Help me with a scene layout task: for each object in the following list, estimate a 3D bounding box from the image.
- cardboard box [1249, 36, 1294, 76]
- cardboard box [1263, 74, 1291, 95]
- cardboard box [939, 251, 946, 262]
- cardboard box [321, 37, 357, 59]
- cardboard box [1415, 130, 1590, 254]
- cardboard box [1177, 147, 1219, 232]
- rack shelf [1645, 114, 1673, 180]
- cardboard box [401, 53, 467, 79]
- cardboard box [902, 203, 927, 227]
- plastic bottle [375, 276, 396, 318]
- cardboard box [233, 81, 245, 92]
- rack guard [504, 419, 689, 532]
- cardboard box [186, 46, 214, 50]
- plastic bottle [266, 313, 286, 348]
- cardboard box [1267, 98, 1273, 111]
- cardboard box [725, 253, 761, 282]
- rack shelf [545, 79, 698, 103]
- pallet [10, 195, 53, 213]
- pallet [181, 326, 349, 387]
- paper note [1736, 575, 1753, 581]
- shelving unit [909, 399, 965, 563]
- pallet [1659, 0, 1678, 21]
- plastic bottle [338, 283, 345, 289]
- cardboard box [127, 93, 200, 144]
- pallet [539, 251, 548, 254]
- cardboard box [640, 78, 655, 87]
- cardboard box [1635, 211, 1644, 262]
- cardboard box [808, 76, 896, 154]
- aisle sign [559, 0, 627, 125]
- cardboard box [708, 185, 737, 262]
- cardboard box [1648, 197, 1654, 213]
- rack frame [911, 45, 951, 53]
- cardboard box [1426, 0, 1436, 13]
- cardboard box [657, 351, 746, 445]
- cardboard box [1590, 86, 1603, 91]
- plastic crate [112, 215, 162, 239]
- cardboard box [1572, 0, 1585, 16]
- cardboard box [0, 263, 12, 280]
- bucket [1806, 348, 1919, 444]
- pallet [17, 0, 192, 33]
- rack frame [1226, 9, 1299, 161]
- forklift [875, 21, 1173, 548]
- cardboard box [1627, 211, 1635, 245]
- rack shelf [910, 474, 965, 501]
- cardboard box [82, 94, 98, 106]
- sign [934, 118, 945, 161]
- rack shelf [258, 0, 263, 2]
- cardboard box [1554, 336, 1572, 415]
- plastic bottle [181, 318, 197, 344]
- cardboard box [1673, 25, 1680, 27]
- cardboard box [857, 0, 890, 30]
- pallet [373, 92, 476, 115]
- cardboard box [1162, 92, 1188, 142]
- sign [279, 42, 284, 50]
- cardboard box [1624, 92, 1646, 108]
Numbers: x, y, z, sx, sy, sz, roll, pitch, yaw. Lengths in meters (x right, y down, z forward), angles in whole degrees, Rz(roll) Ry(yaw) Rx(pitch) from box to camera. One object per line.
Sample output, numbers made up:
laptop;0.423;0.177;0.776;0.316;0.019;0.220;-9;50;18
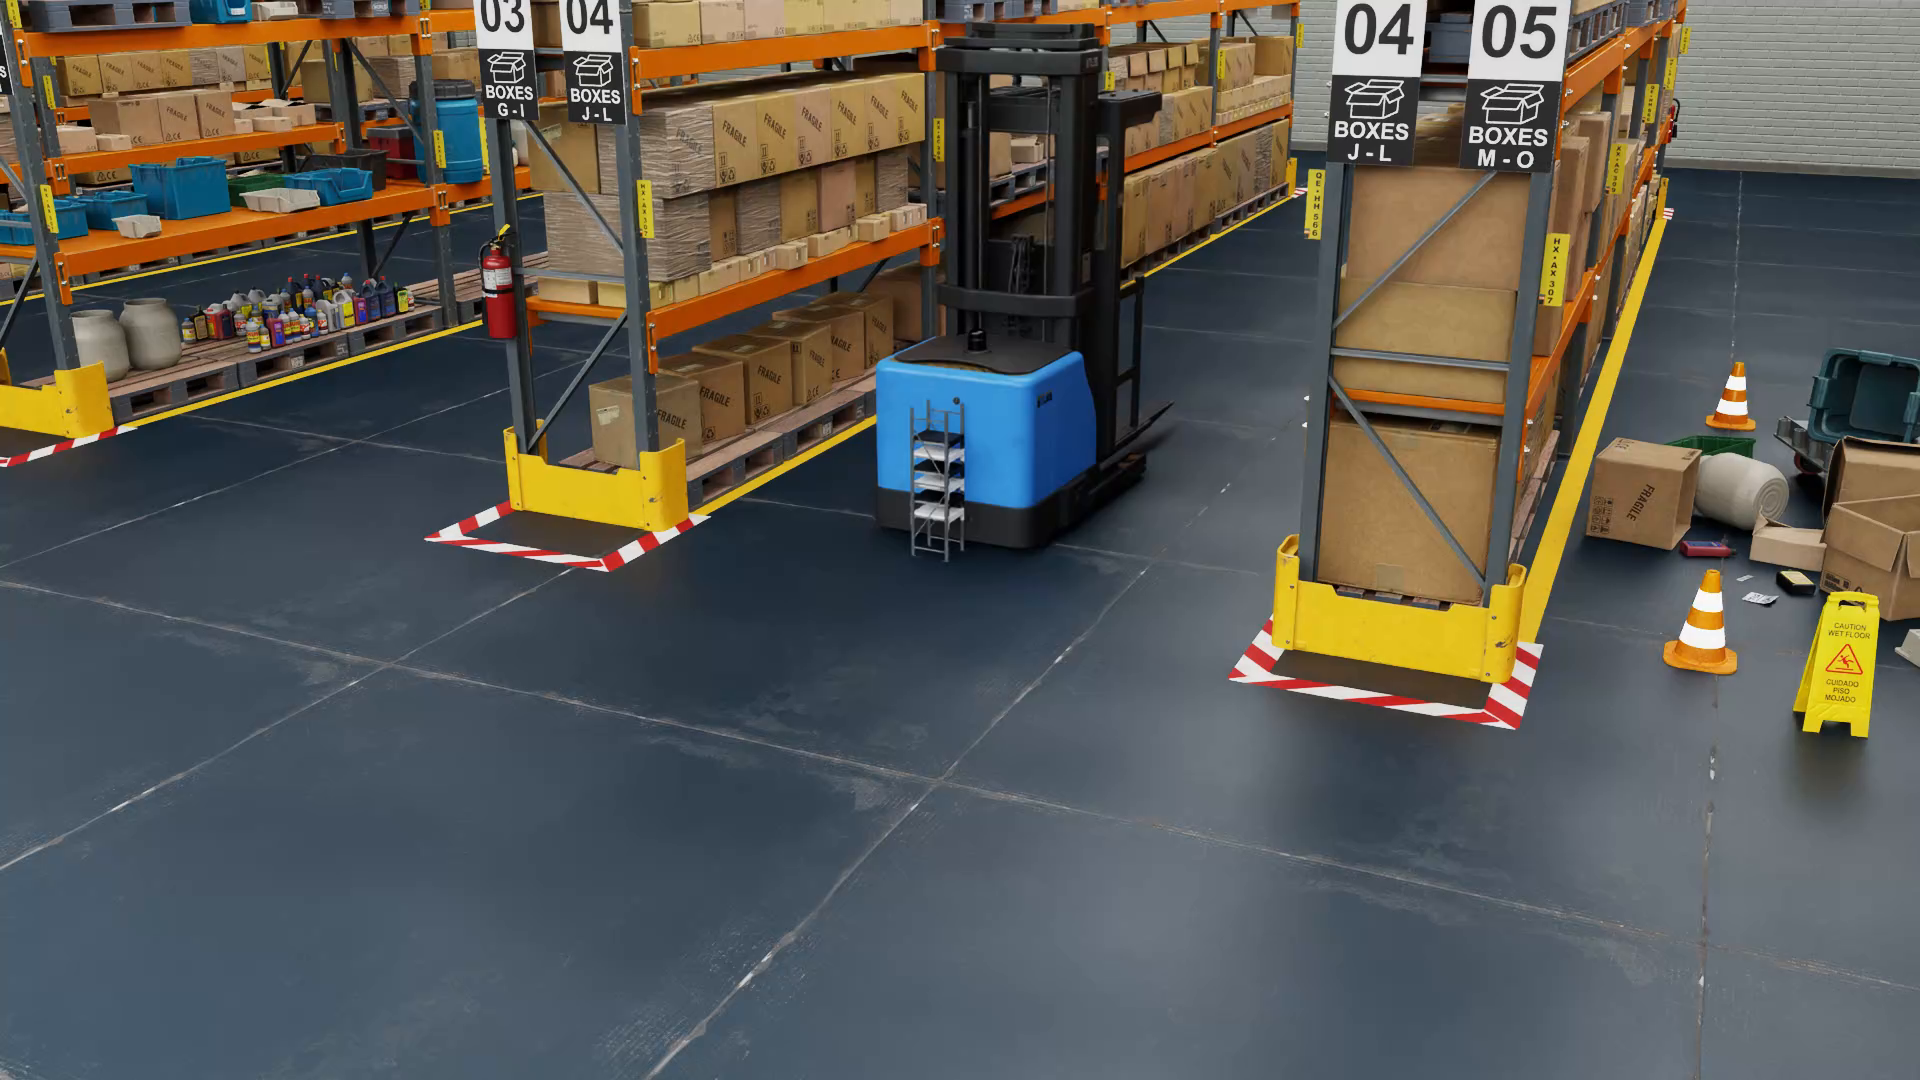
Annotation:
cardboard box;4.290;-6.694;22.976;0.500;0.500;0.500;9;21;23
cardboard box;4.293;-6.341;23.102;0.500;0.250;0.500;8;21;22
cardboard box;0.048;-2.316;15.080;0.700;0.500;0.500;7;21;18
cardboard box;-10.404;-7.800;26.976;0.980;0.700;0.700;8;21;21
cardboard box;2.863;-1.874;8.928;0.875;0.550;0.550;9;21;23
cardboard box;2.368;-4.232;19.936;1.225;0.875;0.875;9;21;23
rack shelf;7.914;-4.794;20.047;1.077;0.370;4.000;9;21;23
cardboard box;-7.092;-6.290;22.404;0.700;0.500;0.500;3;20;9
cardboard box;-0.484;-2.563;13.075;0.380;0.149;0.250;9;21;23
plastic bottle;-5.184;-2.190;14.948;0.144;0.351;0.185;8;21;21
cardboard box;-11.054;-6.868;25.149;0.380;0.149;0.250;9;22;24
rack guard;-2.271;-0.411;10.377;1.175;0.500;0.348;9;21;23
cardboard box;-11.330;-7.334;24.371;0.500;0.250;0.500;9;21;24
plastic bottle;-5.685;-1.750;13.811;0.061;0.283;0.133;9;21;24
cardboard box;3.987;-5.871;22.377;0.380;0.149;0.250;8;21;21
cardboard box;-1.540;-1.804;10.940;0.380;0.149;0.250;9;21;23
rack shelf;-5.606;-6.866;25.873;1.077;0.370;4.000;9;21;23
pallet;-12.905;-4.497;22.299;1.003;0.211;1.213;9;21;23
pallet;-5.994;-1.580;14.096;1.003;0.211;1.213;9;21;23
paper note;4.413;0.214;9.351;0.123;0.001;0.032;-14;24;-33
shelving unit;-0.129;-0.340;9.582;0.258;0.900;0.210;9;22;25
pallet;5.242;-4.419;13.724;1.213;0.211;1.003;10;22;25
plastic bottle;-5.755;-2.288;15.445;0.097;0.201;0.097;0;20;0
cardboard box;-8.950;-4.742;18.677;0.500;0.500;0.500;9;21;23
pallet;-3.898;-3.145;18.497;1.003;0.211;1.213;9;21;23
cardboard box;-5.140;-7.379;26.091;0.500;0.500;0.500;9;21;23
cardboard box;7.022;-3.281;17.822;0.500;0.500;0.500;8;21;22
cardboard box;-0.801;-3.118;12.174;0.500;0.500;0.500;9;21;23
aisle sign;-2.054;-2.730;9.288;0.394;0.787;0.004;9;21;23
cardboard box;-1.957;-2.086;10.765;0.875;0.500;0.500;9;21;23
cardboard box;8.157;-4.056;20.081;0.380;0.149;0.250;9;21;23
rack frame;-0.269;-7.136;25.557;1.000;3.000;0.127;9;21;23
cardboard box;2.008;-2.542;7.761;0.380;0.149;0.250;9;21;23
cardboard box;-1.818;-0.961;11.299;0.500;0.500;0.500;15;25;37
cardboard box;4.850;-3.370;13.326;0.700;0.500;0.500;8;21;22
plastic crate;-6.161;-2.350;12.493;0.298;0.136;0.250;9;21;23
cardboard box;2.614;-2.454;7.516;0.380;0.149;0.250;9;21;23
cardboard box;-9.905;-2.727;16.638;0.500;0.250;0.500;9;21;23
bucket;5.867;-0.892;10.618;0.726;0.611;0.620;18;16;41
pallet;-6.393;-3.808;12.006;1.003;0.211;1.213;9;21;23
rack frame;4.250;-6.456;23.646;1.000;3.000;0.127;9;21;23
forklift;0.593;-1.785;10.614;1.130;2.935;3.031;9;22;25
cardboard box;6.168;-3.005;15.927;0.500;0.250;0.500;8;21;22
rack shelf;-0.129;-0.308;9.593;0.258;0.077;0.200;9;22;25
cardboard box;-12.126;-6.085;22.948;0.380;0.149;0.250;9;21;23
sign;-0.166;-3.124;12.983;0.100;0.325;0.005;9;21;23
rack shelf;-8.881;-5.834;18.494;1.077;0.370;4.000;9;21;23
cardboard box;3.991;-1.416;12.206;1.050;0.750;0.750;8;21;22
plastic bottle;-6.469;-1.755;13.947;0.097;0.201;0.097;0;20;0
cardboard box;8.565;-6.074;20.487;0.500;0.500;0.500;8;21;21
cardboard box;-0.836;-3.797;11.916;0.500;0.250;0.500;9;22;24
pallet;-7.270;-5.876;22.300;1.003;0.211;1.213;9;21;23
cardboard box;2.253;-4.789;18.809;0.500;0.500;0.500;8;21;22
sign;-10.446;-7.709;25.559;0.100;0.325;0.005;9;21;23
cardboard box;6.785;-4.491;16.981;0.380;0.149;0.250;8;21;23
